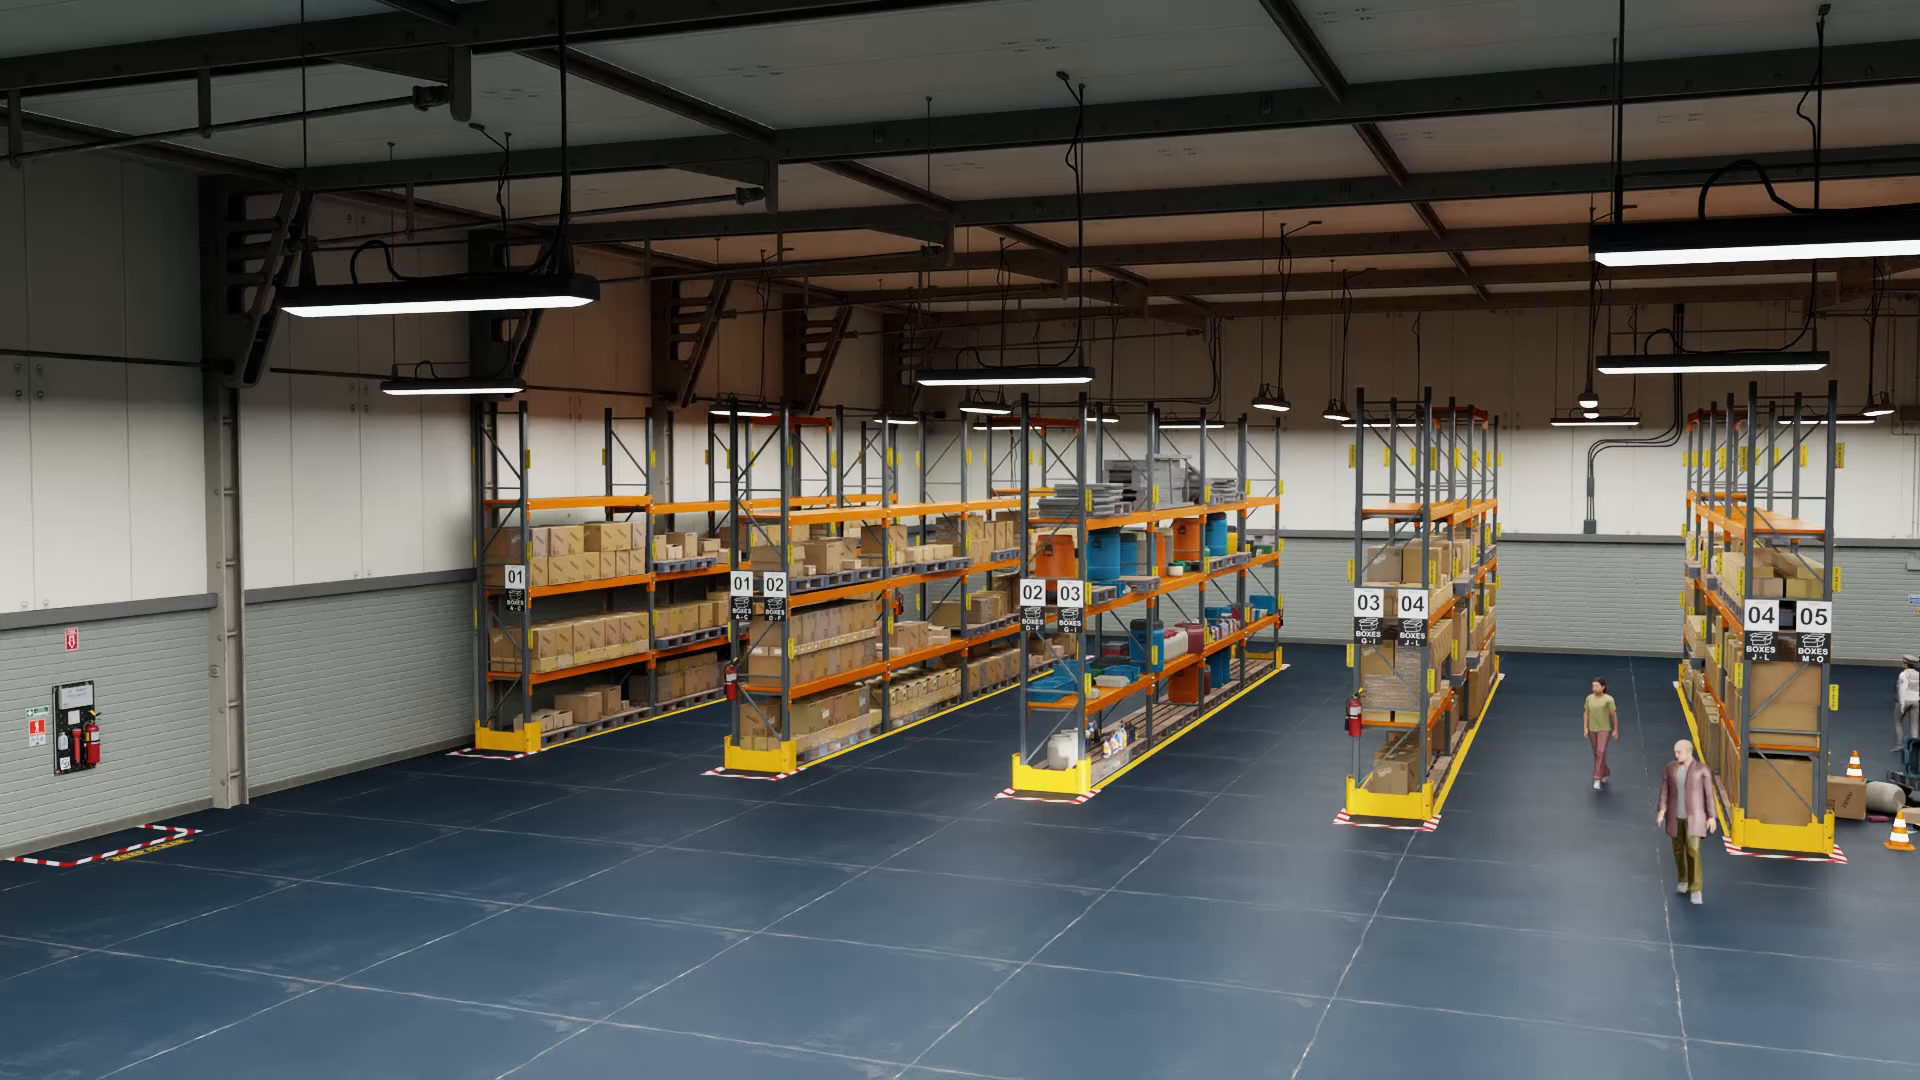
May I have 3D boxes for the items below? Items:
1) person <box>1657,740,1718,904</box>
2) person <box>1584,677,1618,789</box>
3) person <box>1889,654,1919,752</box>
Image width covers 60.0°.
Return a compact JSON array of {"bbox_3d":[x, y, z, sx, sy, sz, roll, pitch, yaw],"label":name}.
[{"bbox_3d":[8.311,3.212,19.053,0.573,1.850,0.633,-2,4,-41],"label":"person"},{"bbox_3d":[9.747,2.920,25.422,0.871,1.638,0.508,-2,4,-40],"label":"person"},{"bbox_3d":[16.130,2.814,28.226,0.467,1.726,0.591,1,3,11],"label":"person"}]
